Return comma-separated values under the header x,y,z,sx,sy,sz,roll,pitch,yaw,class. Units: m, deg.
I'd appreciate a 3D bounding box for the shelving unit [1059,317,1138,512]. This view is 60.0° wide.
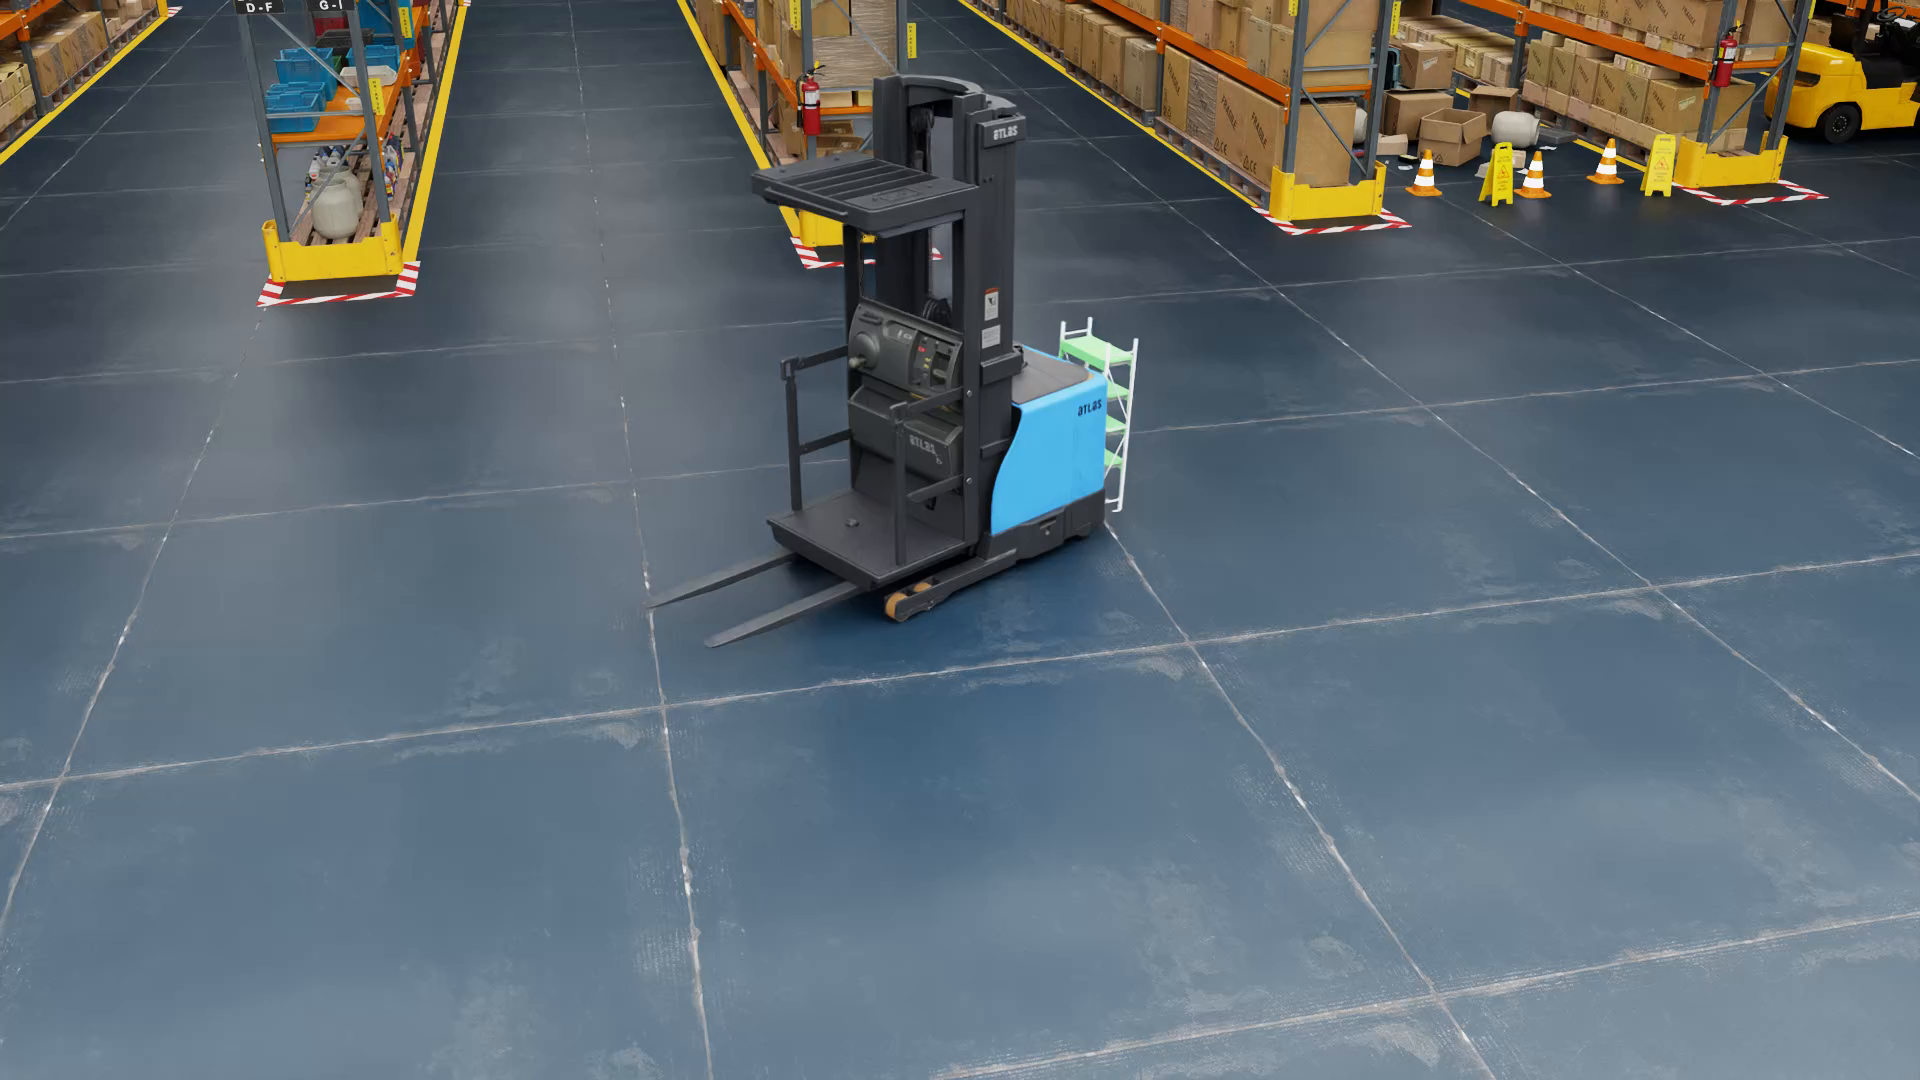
x,y,z,sx,sy,sz,roll,pitch,yaw,class
0.873,-0.813,11.014,0.258,1.200,0.503,-13,29,-30,shelving unit

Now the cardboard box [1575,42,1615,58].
x,y,z,sx,sy,sz,roll,pitch,yaw,class
7.774,-6.001,20.344,0.380,0.149,0.250,-4,27,-9,cardboard box

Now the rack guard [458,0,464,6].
x,y,z,sx,sy,sz,roll,pitch,yaw,class
-9.449,-9.760,29.532,1.175,0.500,0.348,-6,27,-12,rack guard

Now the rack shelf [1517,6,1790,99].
x,y,z,sx,sy,sz,roll,pitch,yaw,class
8.204,-5.909,19.926,1.077,0.370,4.000,-6,27,-12,rack shelf

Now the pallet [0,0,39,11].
x,y,z,sx,sy,sz,roll,pitch,yaw,class
-12.676,-7.058,21.617,1.213,0.211,1.003,-6,27,-12,pallet

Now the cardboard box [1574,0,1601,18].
x,y,z,sx,sy,sz,roll,pitch,yaw,class
7.818,-6.624,20.103,0.500,0.500,0.500,-6,27,-12,cardboard box

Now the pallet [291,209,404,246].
x,y,z,sx,sy,sz,roll,pitch,yaw,class
-6.066,-2.983,16.426,1.003,0.211,1.213,-6,27,-12,pallet

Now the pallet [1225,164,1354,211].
x,y,z,sx,sy,sz,roll,pitch,yaw,class
3.599,-3.903,18.248,1.003,0.211,1.213,-6,27,-12,pallet

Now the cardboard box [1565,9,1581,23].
x,y,z,sx,sy,sz,roll,pitch,yaw,class
7.731,-6.493,20.565,0.380,0.149,0.250,-5,27,-10,cardboard box

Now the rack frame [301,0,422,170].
x,y,z,sx,sy,sz,roll,pitch,yaw,class
-6.727,-5.598,18.513,1.000,3.000,0.127,-6,27,-12,rack frame

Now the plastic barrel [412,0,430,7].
x,y,z,sx,sy,sz,roll,pitch,yaw,class
-7.229,-7.242,21.619,0.600,0.536,0.708,-6,27,-12,plastic barrel

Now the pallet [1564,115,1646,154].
x,y,z,sx,sy,sz,roll,pitch,yaw,class
8.218,-5.035,20.491,1.003,0.211,1.213,-6,27,-12,pallet

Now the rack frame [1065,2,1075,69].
x,y,z,sx,sy,sz,roll,pitch,yaw,class
2.052,-8.317,23.898,1.000,3.000,0.127,-6,27,-12,rack frame

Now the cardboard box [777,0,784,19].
x,y,z,sx,sy,sz,roll,pitch,yaw,class
-1.593,-5.624,17.013,0.500,0.500,0.500,-6,27,-12,cardboard box

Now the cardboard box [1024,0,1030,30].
x,y,z,sx,sy,sz,roll,pitch,yaw,class
1.311,-8.332,26.237,0.500,0.500,0.500,-5,27,-11,cardboard box

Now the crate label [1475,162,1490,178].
x,y,z,sx,sy,sz,roll,pitch,yaw,class
6.059,-4.208,18.936,0.250,0.136,0.298,-23,35,-38,crate label

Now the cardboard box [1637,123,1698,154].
x,y,z,sx,sy,sz,roll,pitch,yaw,class
8.205,-4.650,19.219,0.500,0.250,0.500,-6,27,-12,cardboard box

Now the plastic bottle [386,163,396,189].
x,y,z,sx,sy,sz,roll,pitch,yaw,class
-6.030,-3.843,17.574,0.097,0.271,0.097,0,27,0,plastic bottle

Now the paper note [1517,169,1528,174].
x,y,z,sx,sy,sz,roll,pitch,yaw,class
6.503,-4.239,19.115,0.148,0.019,0.142,-16,31,-29,paper note

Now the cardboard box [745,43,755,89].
x,y,z,sx,sy,sz,roll,pitch,yaw,class
-2.495,-6.404,22.394,0.700,0.500,0.500,-8,28,-16,cardboard box

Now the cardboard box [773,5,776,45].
x,y,z,sx,sy,sz,roll,pitch,yaw,class
-1.571,-5.643,18.159,0.875,0.500,0.500,-6,27,-12,cardboard box

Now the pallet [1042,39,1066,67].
x,y,z,sx,sy,sz,roll,pitch,yaw,class
1.878,-7.415,25.207,1.003,0.211,1.213,-6,27,-12,pallet

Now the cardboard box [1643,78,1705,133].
x,y,z,sx,sy,sz,roll,pitch,yaw,class
8.221,-4.972,19.024,0.500,0.500,0.500,-6,27,-11,cardboard box

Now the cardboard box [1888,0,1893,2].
x,y,z,sx,sy,sz,roll,pitch,yaw,class
12.434,-7.437,22.044,0.500,0.500,0.500,-7,28,-13,cardboard box

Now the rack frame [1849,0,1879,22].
x,y,z,sx,sy,sz,roll,pitch,yaw,class
12.589,-7.613,22.505,1.000,3.000,0.127,-6,27,-12,rack frame

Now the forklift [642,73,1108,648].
x,y,z,sx,sy,sz,roll,pitch,yaw,class
-0.483,-1.092,9.661,3.031,2.935,1.130,-22,34,-37,forklift

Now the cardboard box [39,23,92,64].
x,y,z,sx,sy,sz,roll,pitch,yaw,class
-12.750,-7.064,23.702,0.500,0.500,0.500,-6,27,-11,cardboard box

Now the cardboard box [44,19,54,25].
x,y,z,sx,sy,sz,roll,pitch,yaw,class
-13.354,-7.219,24.010,0.500,0.500,0.500,-6,27,-11,cardboard box

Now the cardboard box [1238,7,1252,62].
x,y,z,sx,sy,sz,roll,pitch,yaw,class
3.578,-5.528,18.206,0.875,0.550,0.550,-6,27,-12,cardboard box

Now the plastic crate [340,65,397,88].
x,y,z,sx,sy,sz,roll,pitch,yaw,class
-6.114,-4.794,17.211,0.530,0.136,0.437,-6,27,-12,plastic crate

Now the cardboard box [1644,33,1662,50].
x,y,z,sx,sy,sz,roll,pitch,yaw,class
8.073,-5.707,19.006,0.380,0.149,0.250,-5,27,-11,cardboard box

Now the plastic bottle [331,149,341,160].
x,y,z,sx,sy,sz,roll,pitch,yaw,class
-6.799,-4.129,18.141,0.097,0.271,0.097,0,27,0,plastic bottle

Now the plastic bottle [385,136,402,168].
x,y,z,sx,sy,sz,roll,pitch,yaw,class
-6.258,-4.275,18.342,0.144,0.351,0.185,-7,28,-14,plastic bottle

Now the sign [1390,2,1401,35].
x,y,z,sx,sy,sz,roll,pitch,yaw,class
4.397,-5.280,16.834,0.100,0.325,0.005,-6,27,-12,sign

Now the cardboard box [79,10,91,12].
x,y,z,sx,sy,sz,roll,pitch,yaw,class
-13.930,-8.156,26.075,0.500,0.311,0.500,-6,27,-12,cardboard box

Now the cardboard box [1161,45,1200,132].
x,y,z,sx,sy,sz,roll,pitch,yaw,class
3.027,-5.516,20.242,0.875,0.875,0.875,-6,27,-11,cardboard box

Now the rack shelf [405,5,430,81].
x,y,z,sx,sy,sz,roll,pitch,yaw,class
-7.178,-6.155,20.414,1.077,0.370,4.000,-6,27,-12,rack shelf

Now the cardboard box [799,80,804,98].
x,y,z,sx,sy,sz,roll,pitch,yaw,class
-1.428,-4.552,16.718,0.380,0.149,0.250,-6,27,-12,cardboard box

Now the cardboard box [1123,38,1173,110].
x,y,z,sx,sy,sz,roll,pitch,yaw,class
2.726,-6.007,21.353,1.050,0.750,0.750,-6,27,-12,cardboard box

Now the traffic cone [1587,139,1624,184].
x,y,z,sx,sy,sz,roll,pitch,yaw,class
7.301,-4.277,18.710,0.336,0.463,0.334,-6,27,-12,traffic cone

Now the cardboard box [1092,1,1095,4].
x,y,z,sx,sy,sz,roll,pitch,yaw,class
2.133,-8.050,24.846,0.500,0.250,0.500,-7,28,-14,cardboard box

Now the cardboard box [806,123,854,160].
x,y,z,sx,sy,sz,roll,pitch,yaw,class
-1.415,-4.228,18.107,0.500,0.500,0.500,-3,27,-7,cardboard box

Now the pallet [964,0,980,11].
x,y,z,sx,sy,sz,roll,pitch,yaw,class
0.687,-9.656,29.646,1.003,0.211,1.213,-6,27,-12,pallet

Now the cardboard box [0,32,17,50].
x,y,z,sx,sy,sz,roll,pitch,yaw,class
-12.911,-6.679,22.108,0.500,0.250,0.500,-5,27,-10,cardboard box

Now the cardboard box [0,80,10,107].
x,y,z,sx,sy,sz,roll,pitch,yaw,class
-11.863,-5.409,20.101,0.500,0.311,0.500,-6,27,-12,cardboard box

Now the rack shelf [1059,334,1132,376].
x,y,z,sx,sy,sz,roll,pitch,yaw,class
0.893,-1.190,10.838,0.258,0.148,0.480,-13,29,-30,rack shelf

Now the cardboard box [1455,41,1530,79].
x,y,z,sx,sy,sz,roll,pitch,yaw,class
7.468,-6.667,23.081,0.950,0.372,0.625,-4,27,-8,cardboard box

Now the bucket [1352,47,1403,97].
x,y,z,sx,sy,sz,roll,pitch,yaw,class
5.231,-5.952,21.160,0.726,0.611,0.620,3,17,6,bucket

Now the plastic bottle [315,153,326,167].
x,y,z,sx,sy,sz,roll,pitch,yaw,class
-6.811,-3.946,17.691,0.144,0.351,0.185,-6,27,-12,plastic bottle

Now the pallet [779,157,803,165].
x,y,z,sx,sy,sz,roll,pitch,yaw,class
-1.437,-4.029,18.497,1.003,0.211,1.213,-6,27,-12,pallet

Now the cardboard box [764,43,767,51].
x,y,z,sx,sy,sz,roll,pitch,yaw,class
-2.019,-5.646,18.886,0.380,0.149,0.250,-6,27,-12,cardboard box
